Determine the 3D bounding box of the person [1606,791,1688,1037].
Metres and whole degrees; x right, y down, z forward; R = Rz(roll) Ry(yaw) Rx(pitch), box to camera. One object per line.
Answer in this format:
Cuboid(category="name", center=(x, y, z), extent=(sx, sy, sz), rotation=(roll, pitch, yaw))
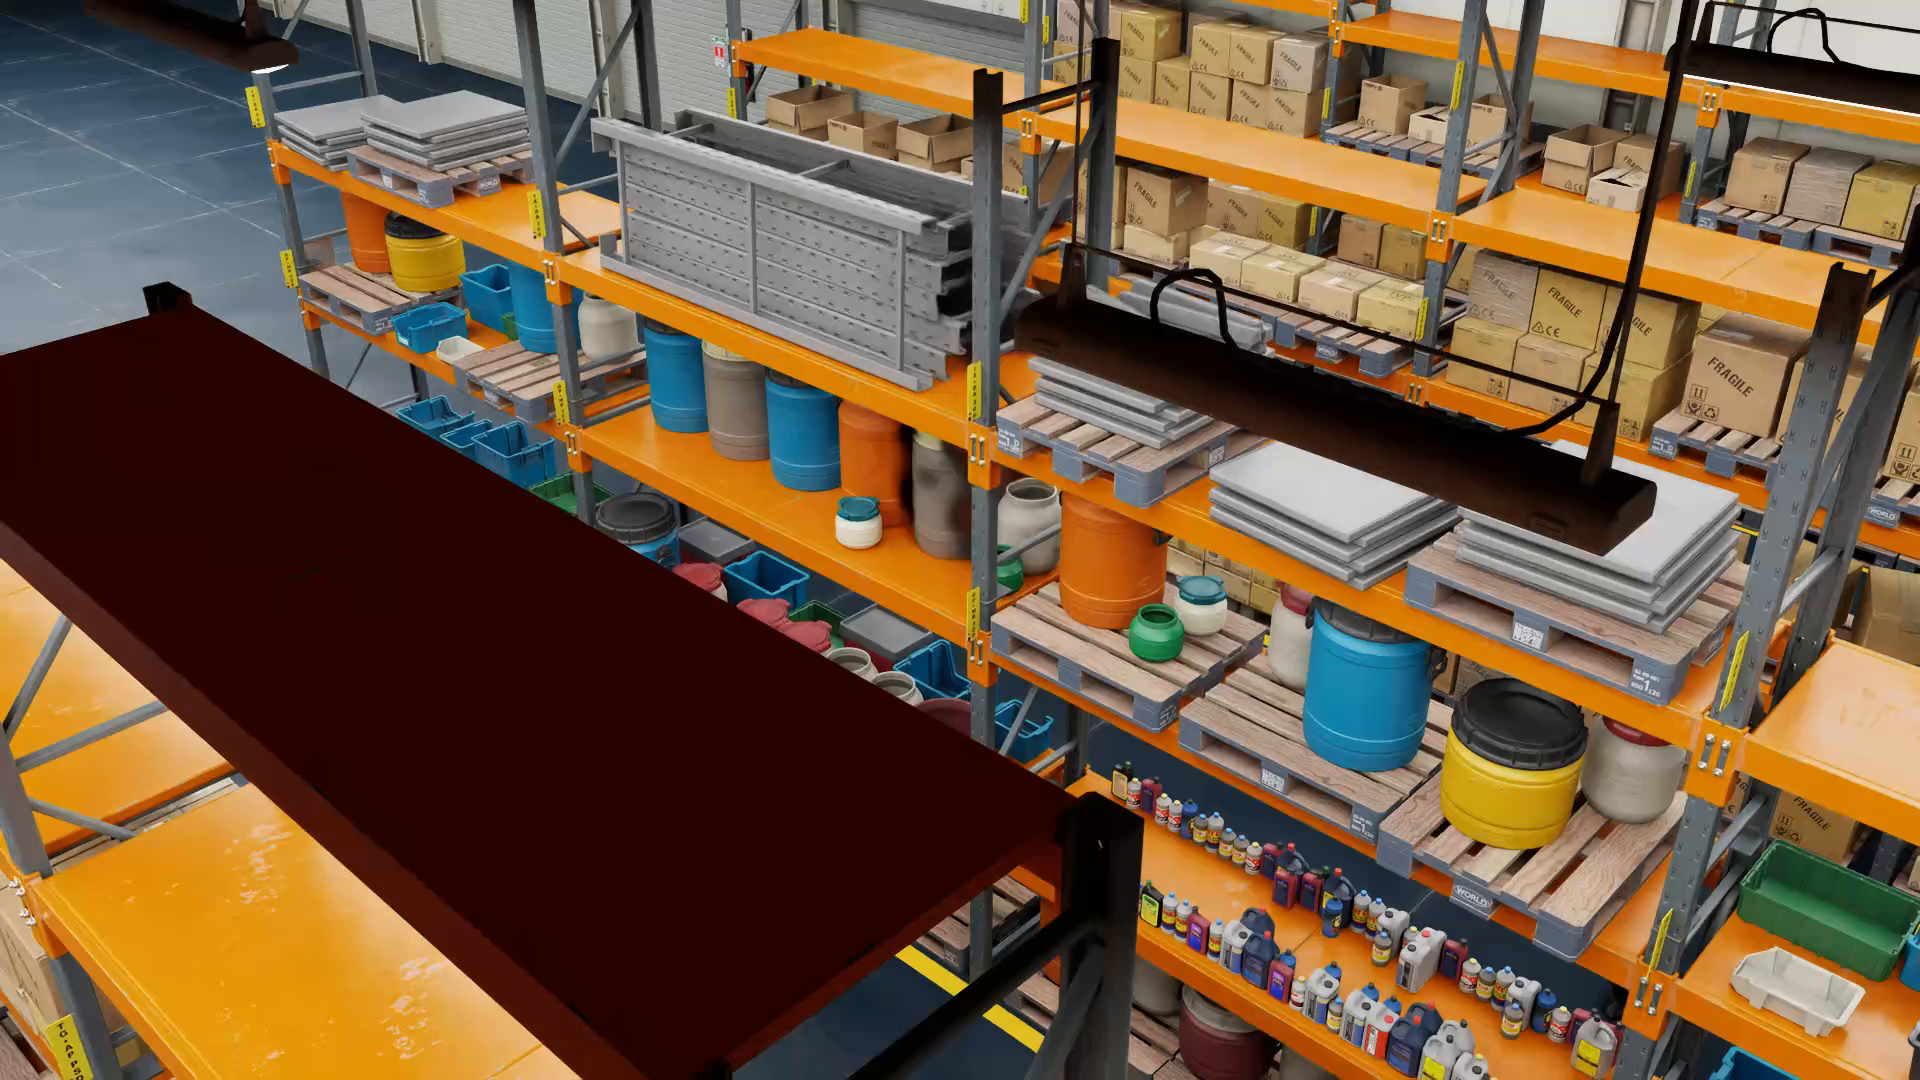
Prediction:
Cuboid(category="person", center=(4.311, 2.297, 10.365), extent=(0.665, 1.780, 0.848), rotation=(-22, 36, -34))
